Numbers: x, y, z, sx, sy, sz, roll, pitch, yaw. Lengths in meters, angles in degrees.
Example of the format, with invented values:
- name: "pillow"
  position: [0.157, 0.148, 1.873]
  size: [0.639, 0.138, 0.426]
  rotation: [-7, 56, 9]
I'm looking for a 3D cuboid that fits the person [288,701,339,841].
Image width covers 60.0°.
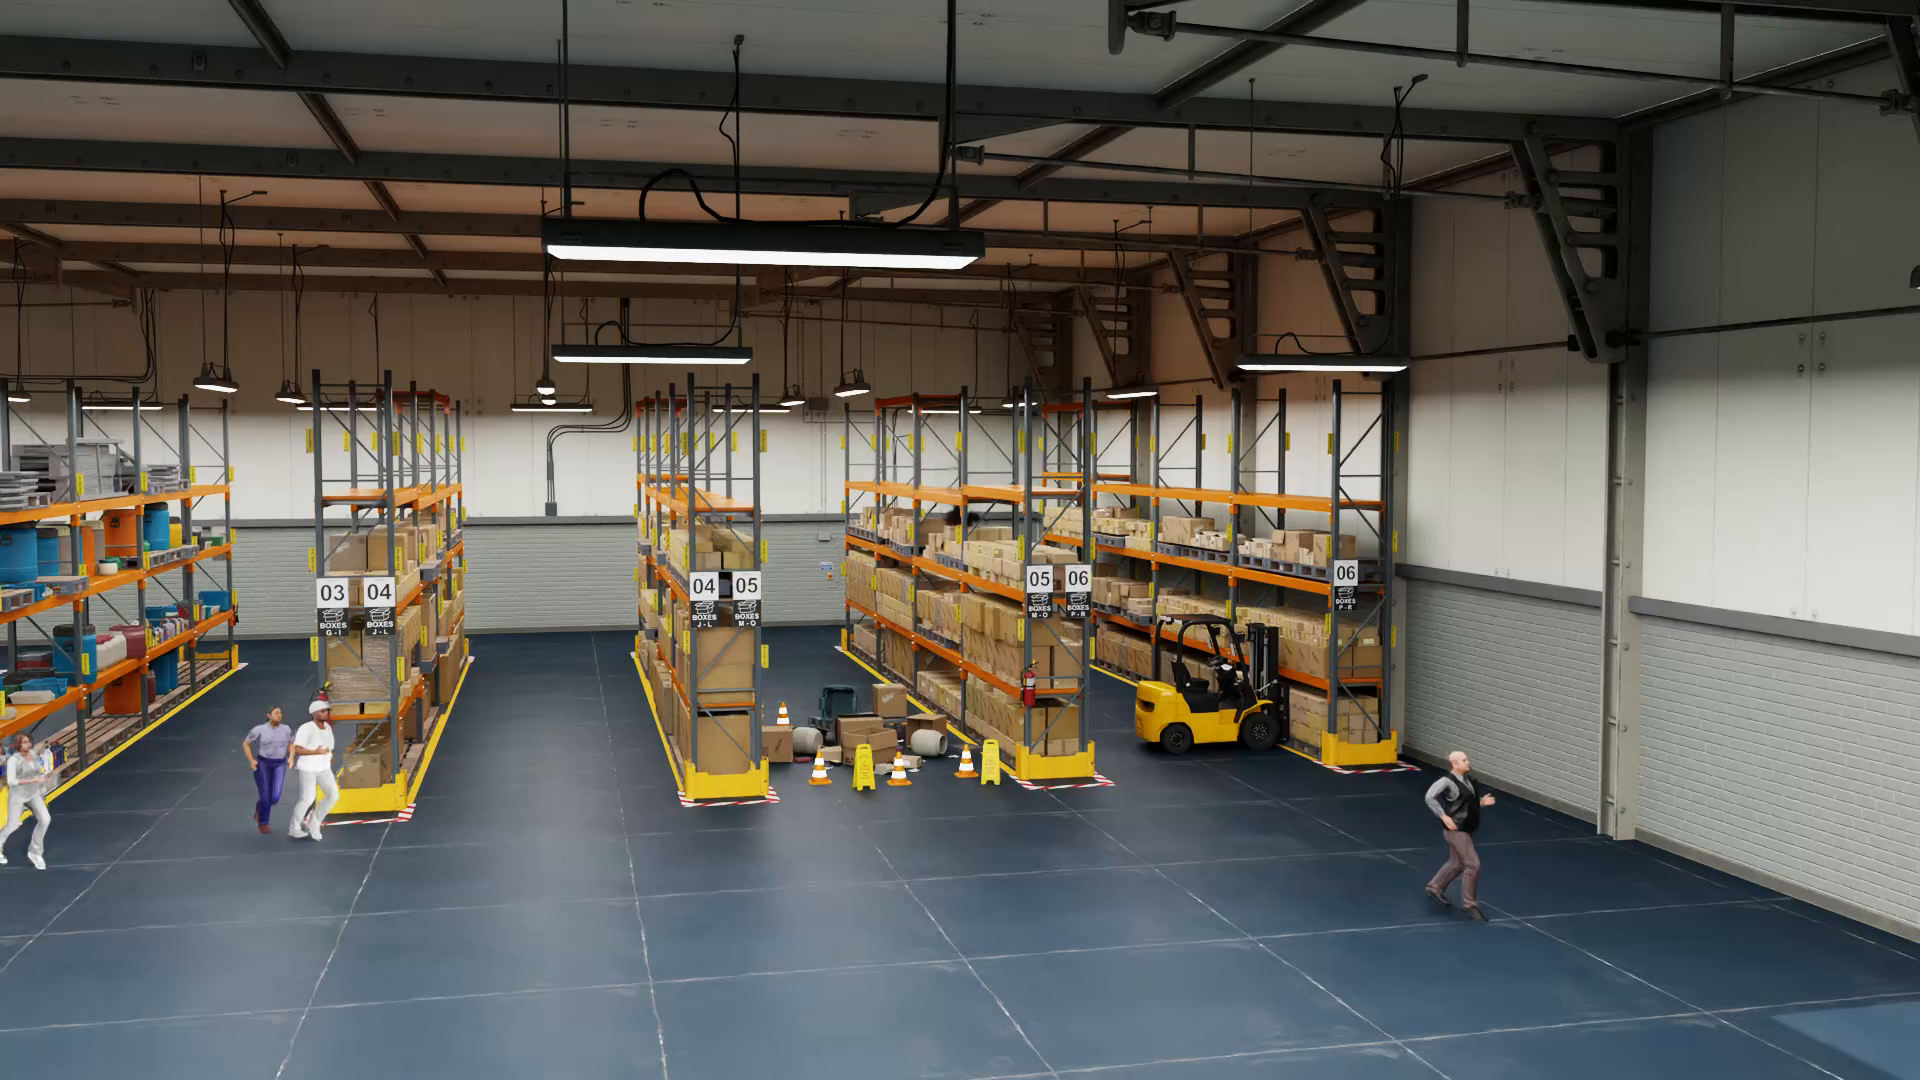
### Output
- name: "person"
  position: [-8.127, 2.924, 21.073]
  size: [0.689, 1.779, 0.700]
  rotation: [1, 4, 24]

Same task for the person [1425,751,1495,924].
- name: "person"
  position: [5.281, 3.117, 17.610]
  size: [0.747, 1.774, 0.643]
  rotation: [3, 4, 39]

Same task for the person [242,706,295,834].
- name: "person"
  position: [-8.974, 2.971, 21.649]
  size: [0.655, 1.601, 0.607]
  rotation: [-3, 5, -44]

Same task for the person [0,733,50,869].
- name: "person"
  position: [-11.043, 3.071, 19.602]
  size: [0.823, 1.618, 0.549]
  rotation: [1, 4, 21]
